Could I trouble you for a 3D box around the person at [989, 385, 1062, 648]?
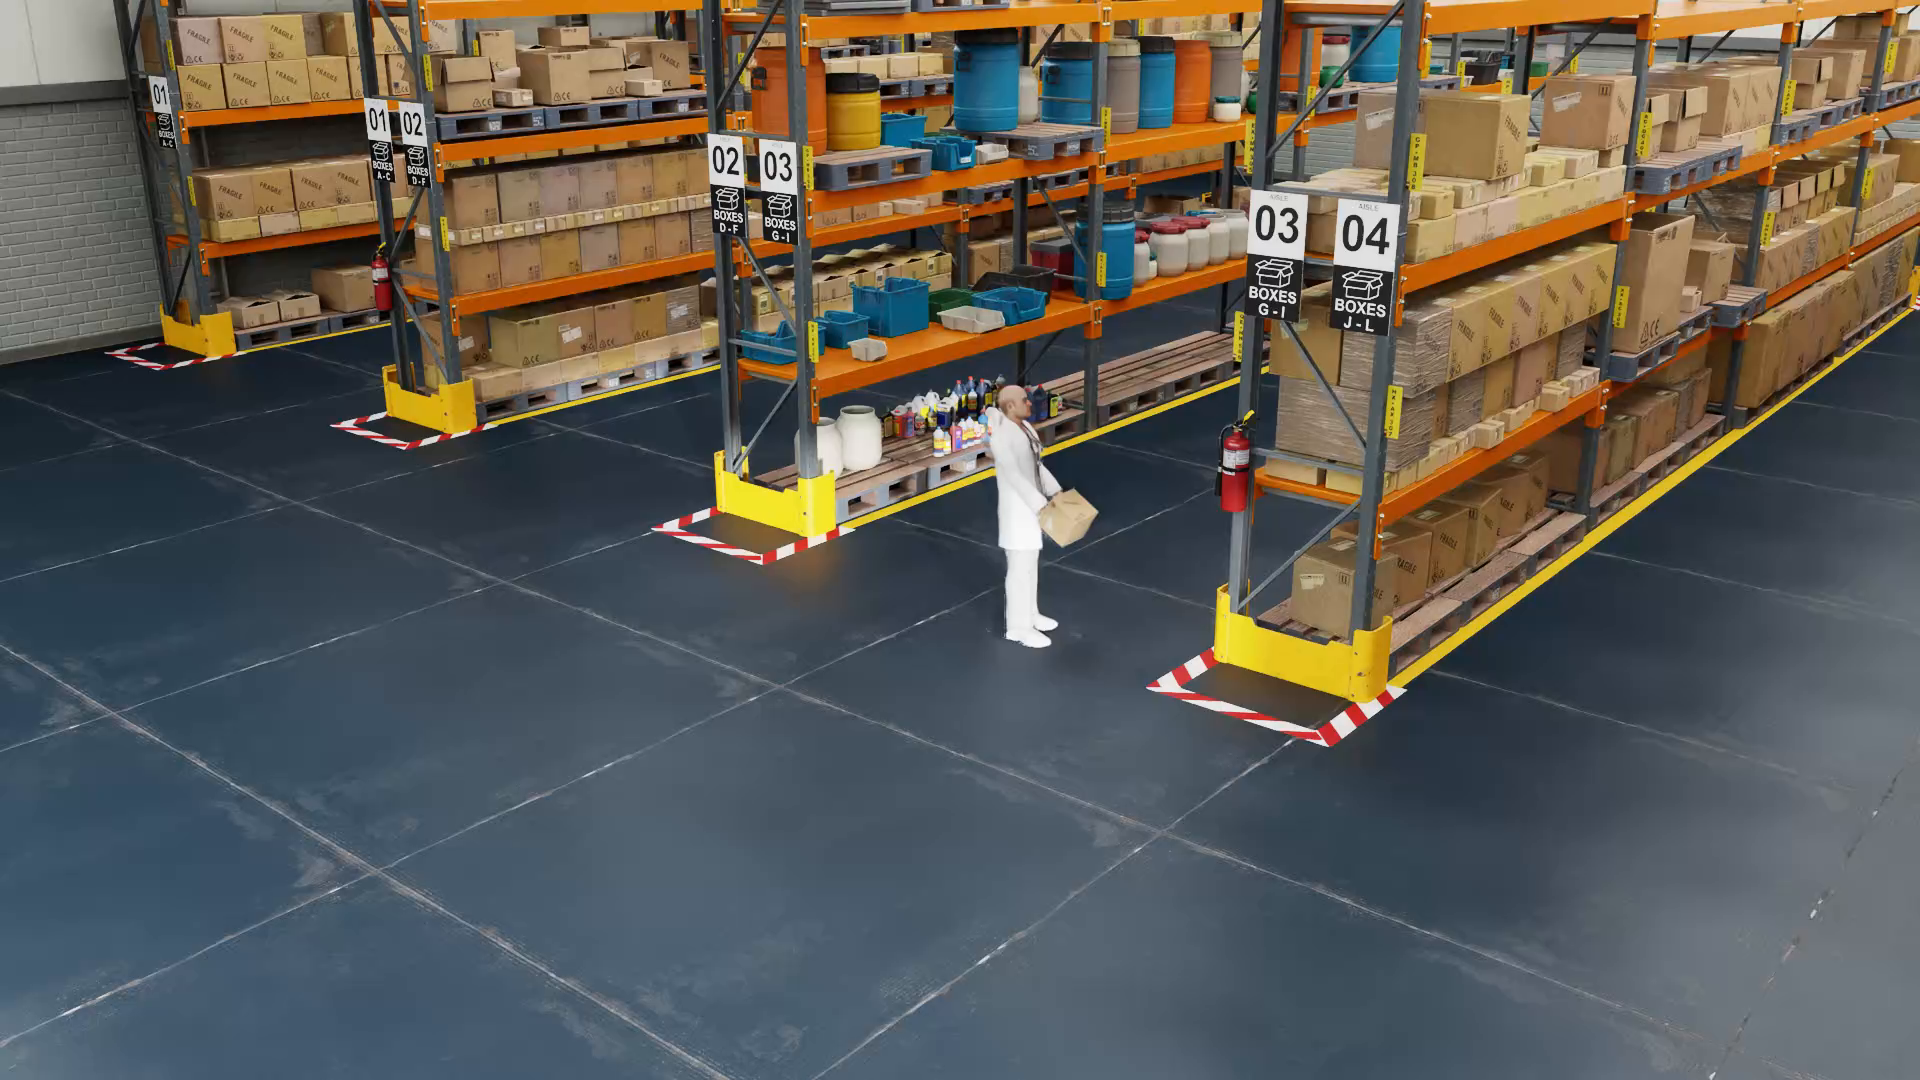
[{"bbox_3d":[0.485,-0.191,11.607,0.511,1.781,0.594,7,21,19],"label":"person"}]
